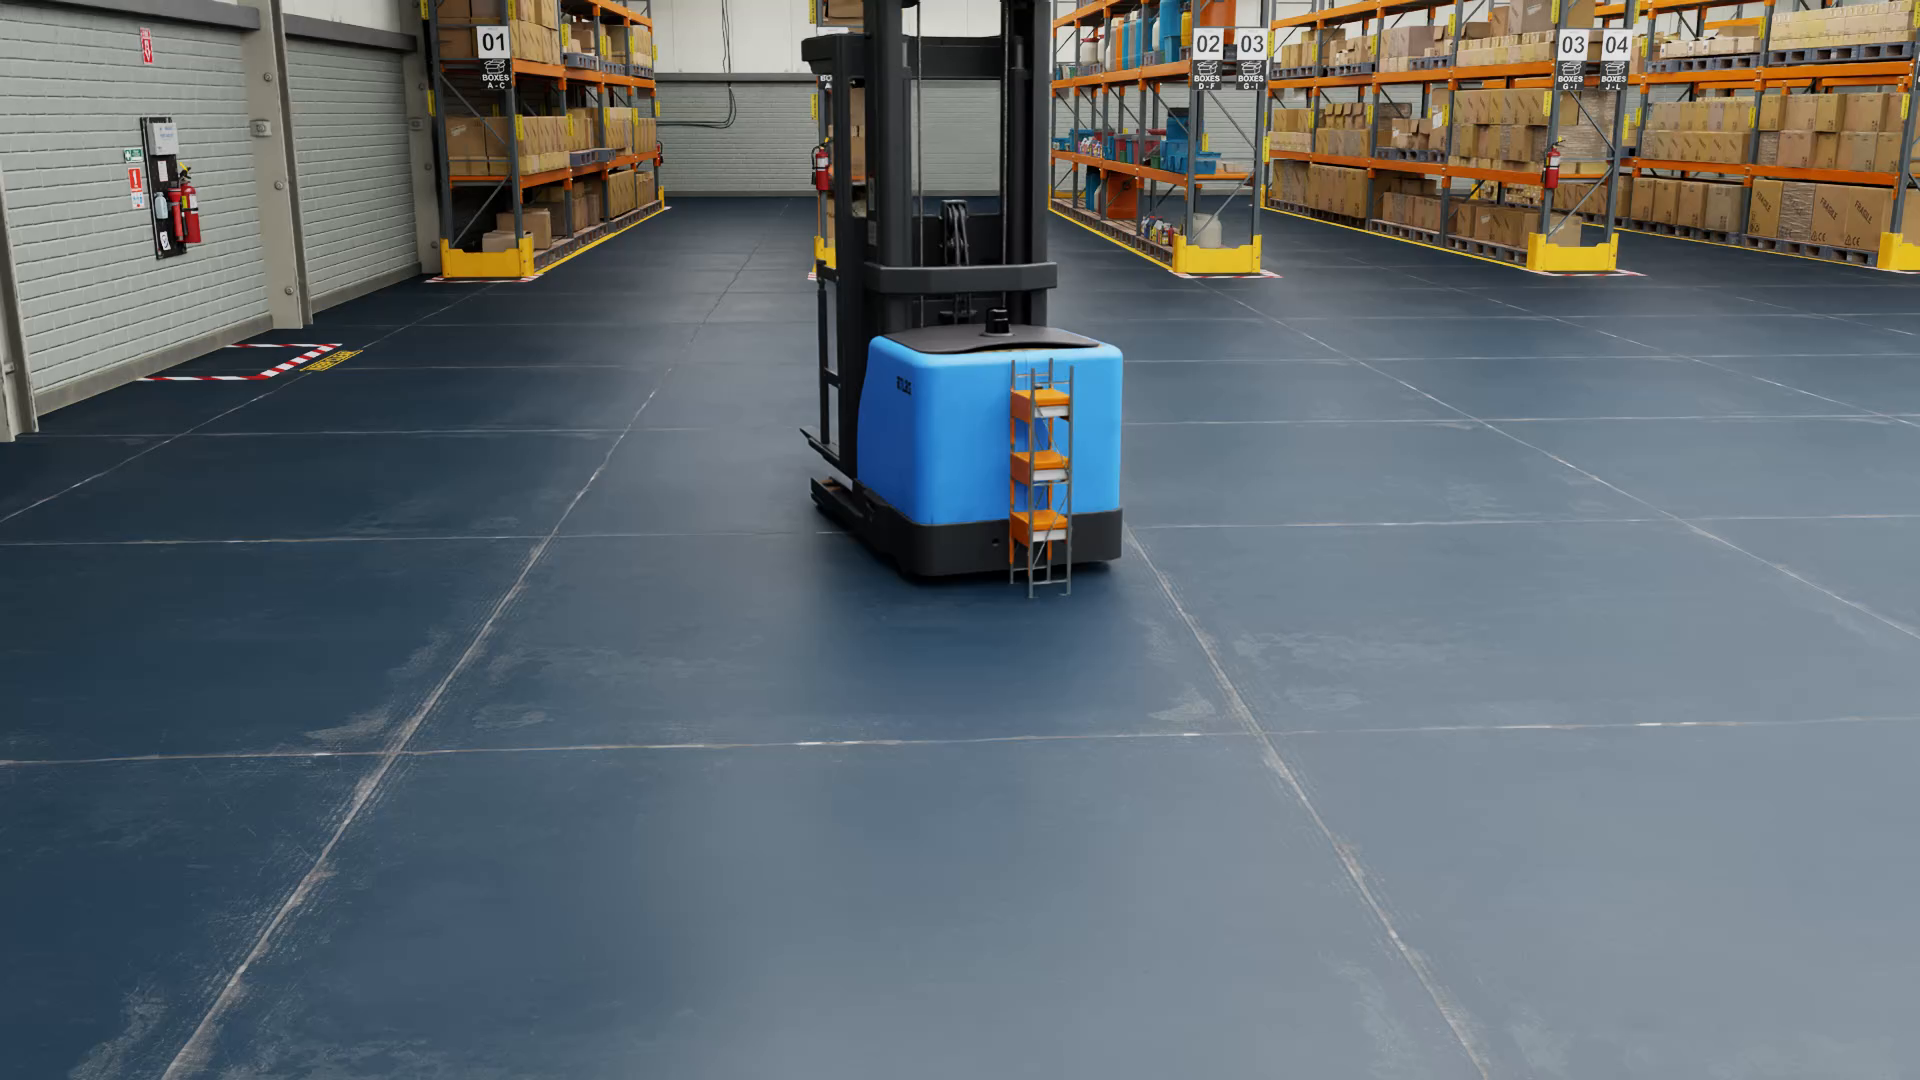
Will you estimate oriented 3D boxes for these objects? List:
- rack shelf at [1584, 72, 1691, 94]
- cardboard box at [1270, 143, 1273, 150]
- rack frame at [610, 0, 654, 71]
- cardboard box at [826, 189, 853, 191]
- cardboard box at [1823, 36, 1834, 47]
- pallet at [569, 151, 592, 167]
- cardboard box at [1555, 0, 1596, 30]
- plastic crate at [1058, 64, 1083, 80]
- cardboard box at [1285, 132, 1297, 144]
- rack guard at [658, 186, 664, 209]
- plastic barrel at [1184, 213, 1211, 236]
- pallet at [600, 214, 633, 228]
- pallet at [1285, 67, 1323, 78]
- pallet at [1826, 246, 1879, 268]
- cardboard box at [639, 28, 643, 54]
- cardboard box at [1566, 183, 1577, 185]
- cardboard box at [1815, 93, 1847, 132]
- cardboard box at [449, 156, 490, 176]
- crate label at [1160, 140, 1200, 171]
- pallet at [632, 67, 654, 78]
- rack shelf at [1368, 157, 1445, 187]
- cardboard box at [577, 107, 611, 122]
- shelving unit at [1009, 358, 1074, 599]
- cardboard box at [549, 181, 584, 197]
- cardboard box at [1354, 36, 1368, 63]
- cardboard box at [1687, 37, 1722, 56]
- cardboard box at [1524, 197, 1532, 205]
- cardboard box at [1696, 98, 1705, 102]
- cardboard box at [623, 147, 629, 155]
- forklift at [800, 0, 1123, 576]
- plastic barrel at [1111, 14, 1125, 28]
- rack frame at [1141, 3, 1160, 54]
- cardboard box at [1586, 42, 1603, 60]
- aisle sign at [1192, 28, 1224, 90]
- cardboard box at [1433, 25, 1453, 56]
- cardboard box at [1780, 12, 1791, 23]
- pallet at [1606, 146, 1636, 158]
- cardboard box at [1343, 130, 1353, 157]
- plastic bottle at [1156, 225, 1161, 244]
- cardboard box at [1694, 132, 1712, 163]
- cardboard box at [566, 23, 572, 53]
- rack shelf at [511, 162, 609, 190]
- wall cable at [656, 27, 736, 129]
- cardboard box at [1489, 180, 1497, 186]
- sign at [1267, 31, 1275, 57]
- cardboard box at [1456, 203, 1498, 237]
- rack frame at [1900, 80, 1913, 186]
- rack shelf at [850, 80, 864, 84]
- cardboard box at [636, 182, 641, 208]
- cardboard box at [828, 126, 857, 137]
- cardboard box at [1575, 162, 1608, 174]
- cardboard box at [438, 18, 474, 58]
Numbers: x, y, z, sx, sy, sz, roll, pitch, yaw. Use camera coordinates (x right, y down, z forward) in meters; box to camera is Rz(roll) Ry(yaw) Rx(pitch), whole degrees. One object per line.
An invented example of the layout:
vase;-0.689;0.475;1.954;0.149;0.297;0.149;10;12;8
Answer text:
rack shelf;12.854;-8.848;32.319;1.077;0.370;4.000;-1;14;-3
cardboard box;7.235;-8.906;37.623;0.380;0.149;0.250;-1;14;-4
rack frame;-7.306;-11.860;36.563;1.000;3.000;0.127;-1;14;-3
cardboard box;-1.902;-5.163;25.742;0.500;0.500;0.500;-1;14;-3
cardboard box;13.003;-7.360;24.553;0.380;0.149;0.250;-1;14;-3
pallet;-6.465;-6.070;26.483;1.003;0.211;1.213;-1;14;-3
cardboard box;8.694;-7.466;23.702;0.500;0.500;0.500;-1;14;-4
plastic crate;2.402;-10.146;36.046;0.504;0.338;0.767;-1;14;-3
cardboard box;7.390;-8.748;36.212;0.500;0.250;0.500;-1;14;-5
rack guard;-7.307;-7.750;37.646;1.175;0.500;0.348;-1;14;-3
plastic barrel;3.425;-4.414;23.813;0.421;0.512;0.421;0;14;0
pallet;-6.857;-6.115;31.869;1.003;0.211;1.213;-1;14;-3
pallet;7.661;-10.106;35.941;1.003;0.211;1.213;-1;14;-3
pallet;13.346;-4.104;24.052;1.003;0.211;1.213;-1;14;-3
cardboard box;-6.897;-10.387;34.611;0.500;0.500;0.500;-1;14;-3
cardboard box;12.548;-7.277;33.457;0.500;0.250;0.500;0;14;-2
cardboard box;13.301;-6.352;24.725;0.875;0.550;0.500;-1;14;-3
cardboard box;-6.537;-5.026;22.302;0.500;0.250;0.500;-1;14;-3
crate label;3.189;-5.599;24.198;0.502;0.435;0.616;-1;14;-3
pallet;-7.250;-10.180;36.232;1.003;0.211;1.213;-1;14;-3
rack shelf;8.145;-6.349;28.626;1.077;0.370;4.000;-1;14;-3
cardboard box;-6.583;-7.655;29.915;0.500;0.250;0.500;-1;14;-2
shelving unit;0.365;-0.278;7.501;0.215;1.050;0.252;-5;15;-18
cardboard box;-6.741;-6.010;28.494;0.500;0.250;0.500;-1;14;-2
cardboard box;7.770;-9.263;31.445;0.500;0.500;0.500;0;14;0
cardboard box;12.866;-8.472;28.549;0.500;0.311;0.500;-1;14;-4
cardboard box;12.352;-7.287;35.705;0.380;0.149;0.250;-1;14;-5
cardboard box;17.162;-10.092;38.219;0.380;0.149;0.250;-1;14;-2
cardboard box;-6.669;-7.576;32.416;0.380;0.149;0.250;-1;14;-3
forklift;-0.186;-1.576;8.770;1.130;2.935;3.031;-5;15;-18
plastic barrel;3.045;-9.124;30.242;0.600;0.830;0.708;-1;14;-3
rack frame;3.325;-9.029;25.559;1.000;3.000;0.127;-1;14;-3
cardboard box;8.745;-6.709;22.863;0.500;0.250;0.500;0;14;-2
aisle sign;3.281;-6.365;22.028;0.394;0.787;0.004;-1;14;-3
cardboard box;8.279;-8.259;27.535;0.797;0.503;0.637;0;14;-1
cardboard box;12.926;-8.061;25.677;0.380;0.149;0.250;-1;14;-4
pallet;12.827;-7.329;31.376;1.213;0.211;1.003;-1;14;-3
cardboard box;7.683;-7.615;31.903;0.500;0.500;0.500;-1;14;-5
plastic bottle;3.025;-4.570;24.853;0.152;0.276;0.135;-1;14;-5
cardboard box;12.864;-6.677;28.256;0.500;0.500;0.500;-1;14;-3
cardboard box;-6.593;-8.119;26.998;0.500;0.500;0.500;-1;14;-5
rack shelf;-6.686;-6.120;27.734;1.077;0.370;4.000;-1;14;-3
wall cable;-7.300;-11.769;42.439;3.097;2.526;0.112;-1;14;-3
cardboard box;12.200;-8.080;37.594;0.380;0.149;0.250;-1;14;-4
sign;4.123;-6.593;22.094;0.100;0.325;0.005;-1;14;-3
cardboard box;8.254;-5.093;26.473;0.500;0.500;0.500;-1;14;-5
rack frame;17.912;-7.348;31.064;1.000;3.000;0.127;-1;14;-3
rack shelf;-1.990;-8.644;31.528;1.077;0.370;4.000;-1;14;-3
cardboard box;-7.002;-7.140;34.433;0.700;0.500;0.500;-1;14;-3
cardboard box;-1.585;-5.508;22.411;0.380;0.149;0.250;-1;14;-4
cardboard box;8.737;-5.158;23.058;0.380;0.149;0.250;-1;14;-3
cardboard box;-6.593;-6.586;21.845;0.500;0.500;0.500;0;14;1
